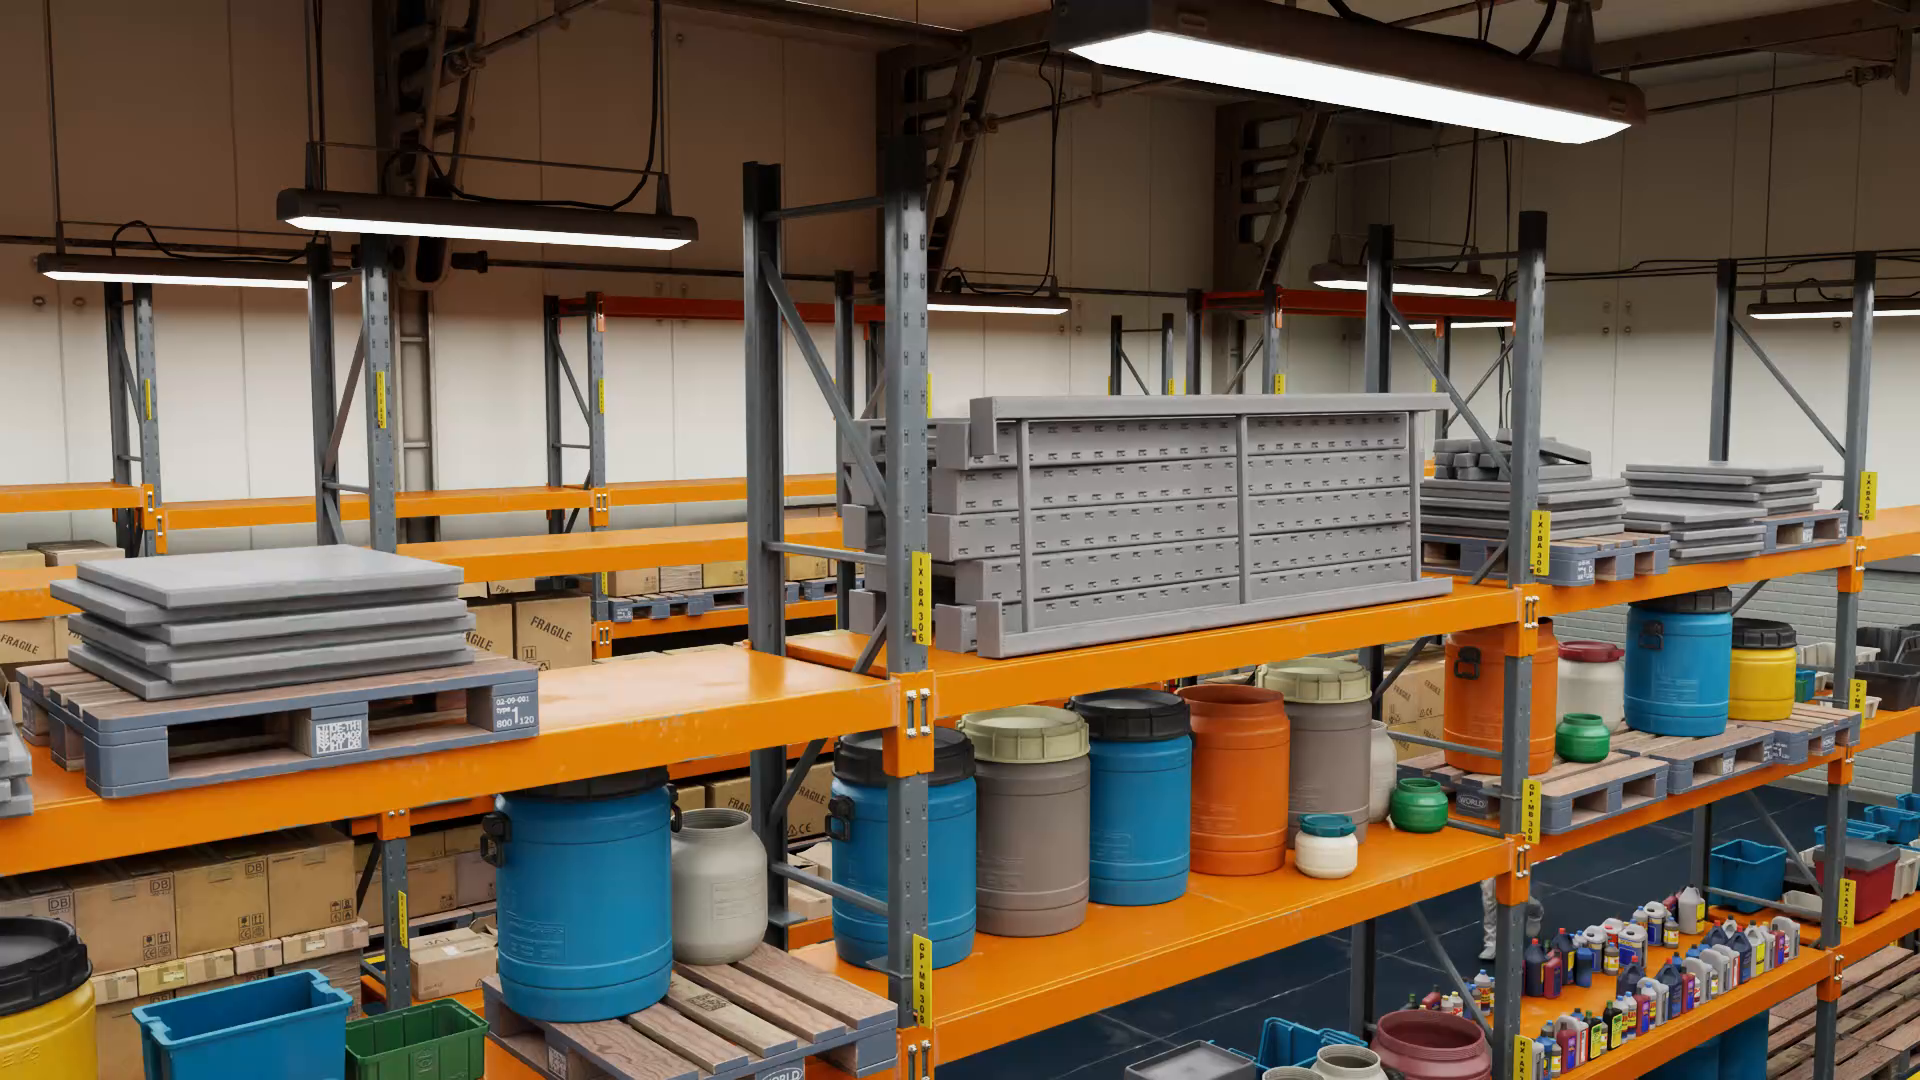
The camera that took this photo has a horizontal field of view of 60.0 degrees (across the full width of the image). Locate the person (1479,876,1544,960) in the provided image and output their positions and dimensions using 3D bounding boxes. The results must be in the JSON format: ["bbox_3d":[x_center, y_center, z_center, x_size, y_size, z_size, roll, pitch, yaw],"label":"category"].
[{"bbox_3d":[4.948,2.851,14.966,0.698,1.758,0.905,5,8,43],"label":"person"}]
